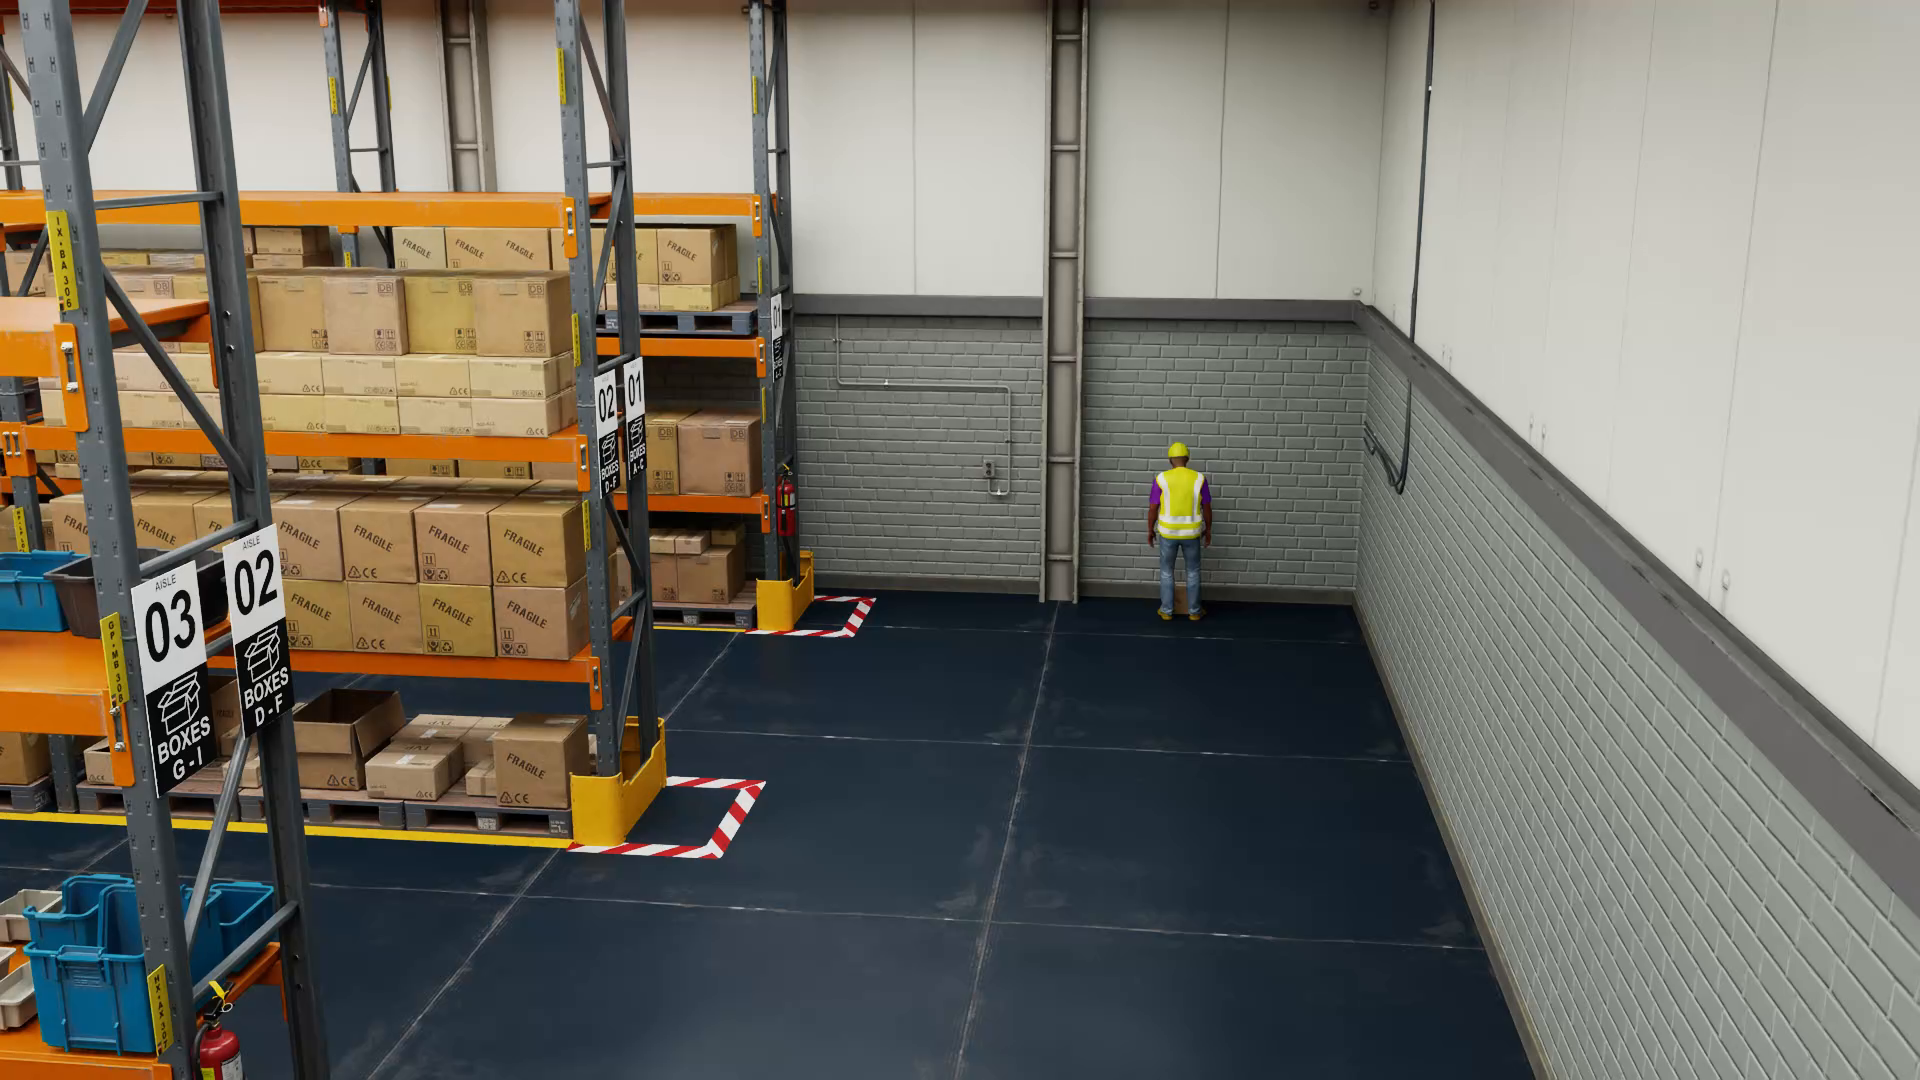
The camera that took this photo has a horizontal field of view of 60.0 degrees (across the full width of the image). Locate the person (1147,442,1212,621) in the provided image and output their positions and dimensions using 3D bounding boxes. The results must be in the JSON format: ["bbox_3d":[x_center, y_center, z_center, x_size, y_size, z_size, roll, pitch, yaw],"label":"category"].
[{"bbox_3d":[2.152,-0.086,16.311,0.630,1.759,0.460,1,14,3],"label":"person"}]
